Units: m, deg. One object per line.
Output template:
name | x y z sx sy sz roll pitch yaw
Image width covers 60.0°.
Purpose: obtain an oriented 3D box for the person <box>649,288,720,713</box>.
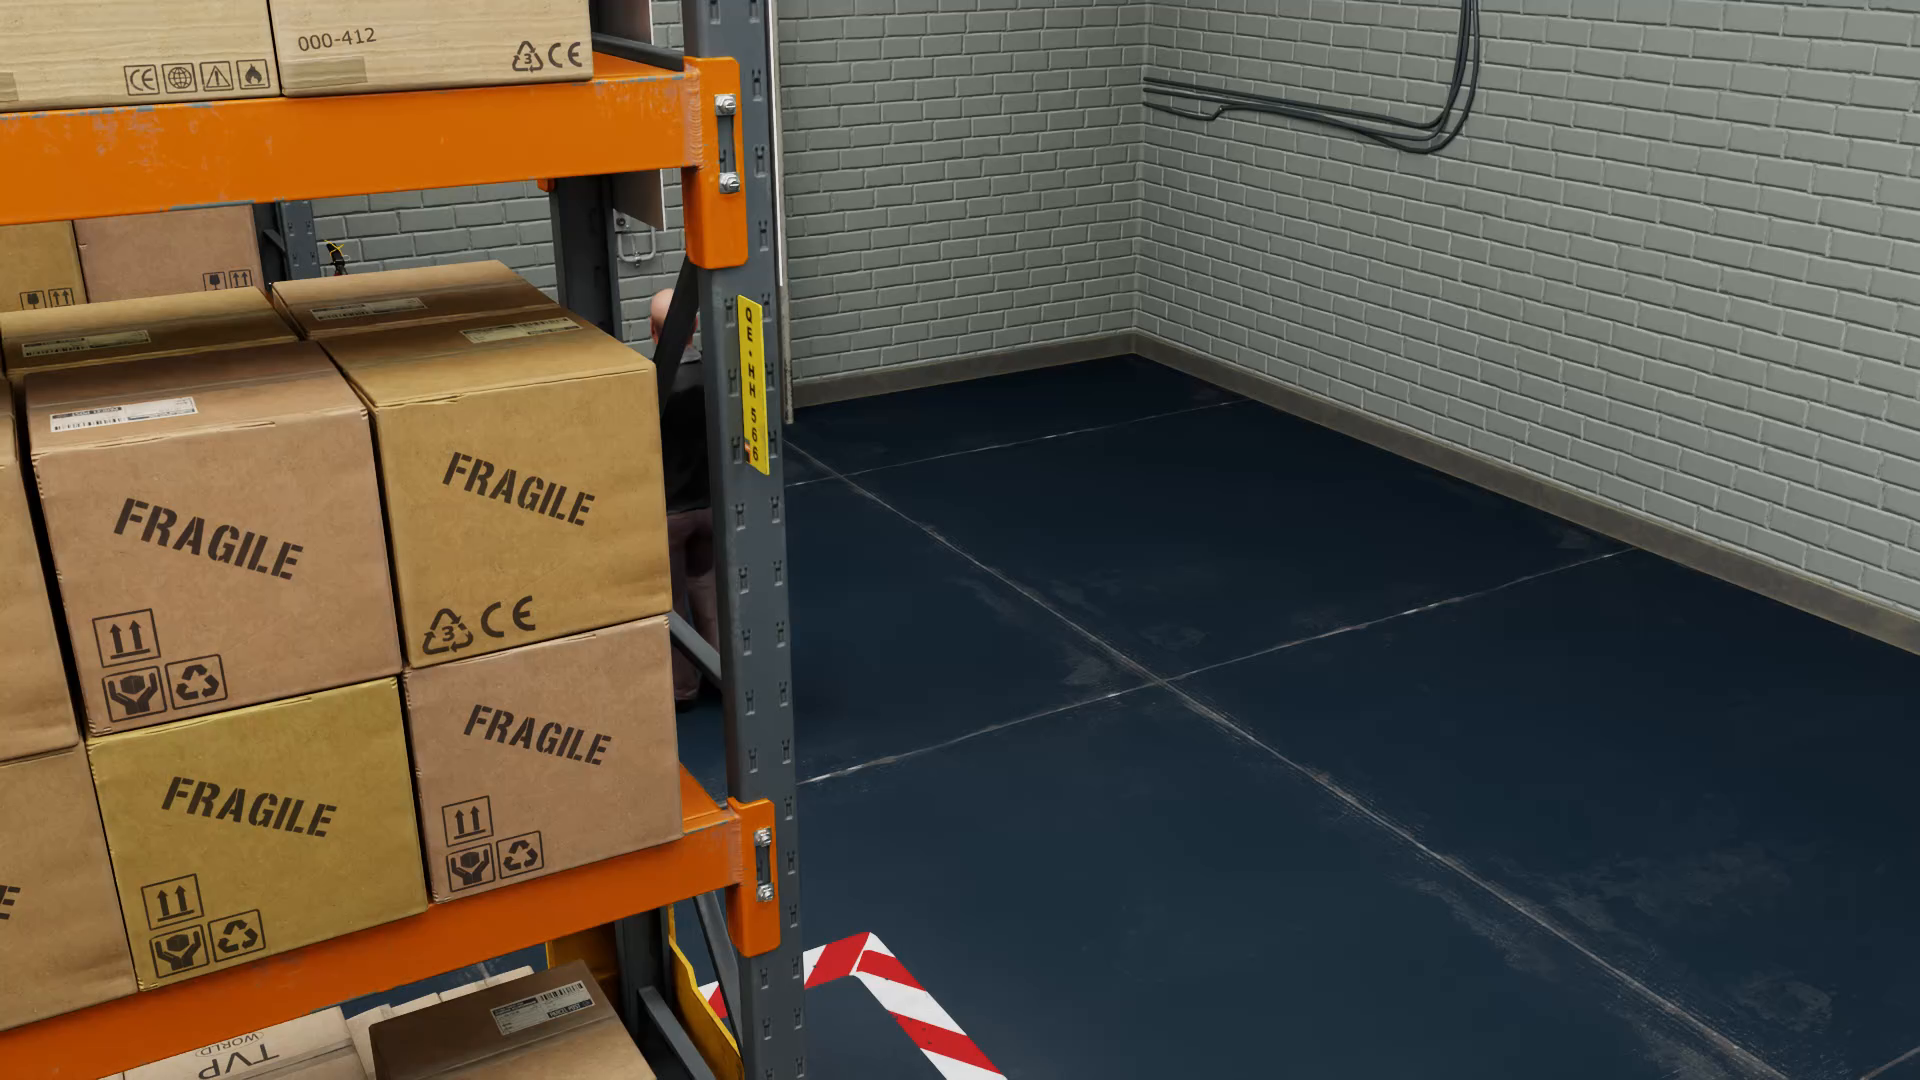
person | -1.121 -0.122 6.445 0.595 1.745 0.456 -17 27 -37
